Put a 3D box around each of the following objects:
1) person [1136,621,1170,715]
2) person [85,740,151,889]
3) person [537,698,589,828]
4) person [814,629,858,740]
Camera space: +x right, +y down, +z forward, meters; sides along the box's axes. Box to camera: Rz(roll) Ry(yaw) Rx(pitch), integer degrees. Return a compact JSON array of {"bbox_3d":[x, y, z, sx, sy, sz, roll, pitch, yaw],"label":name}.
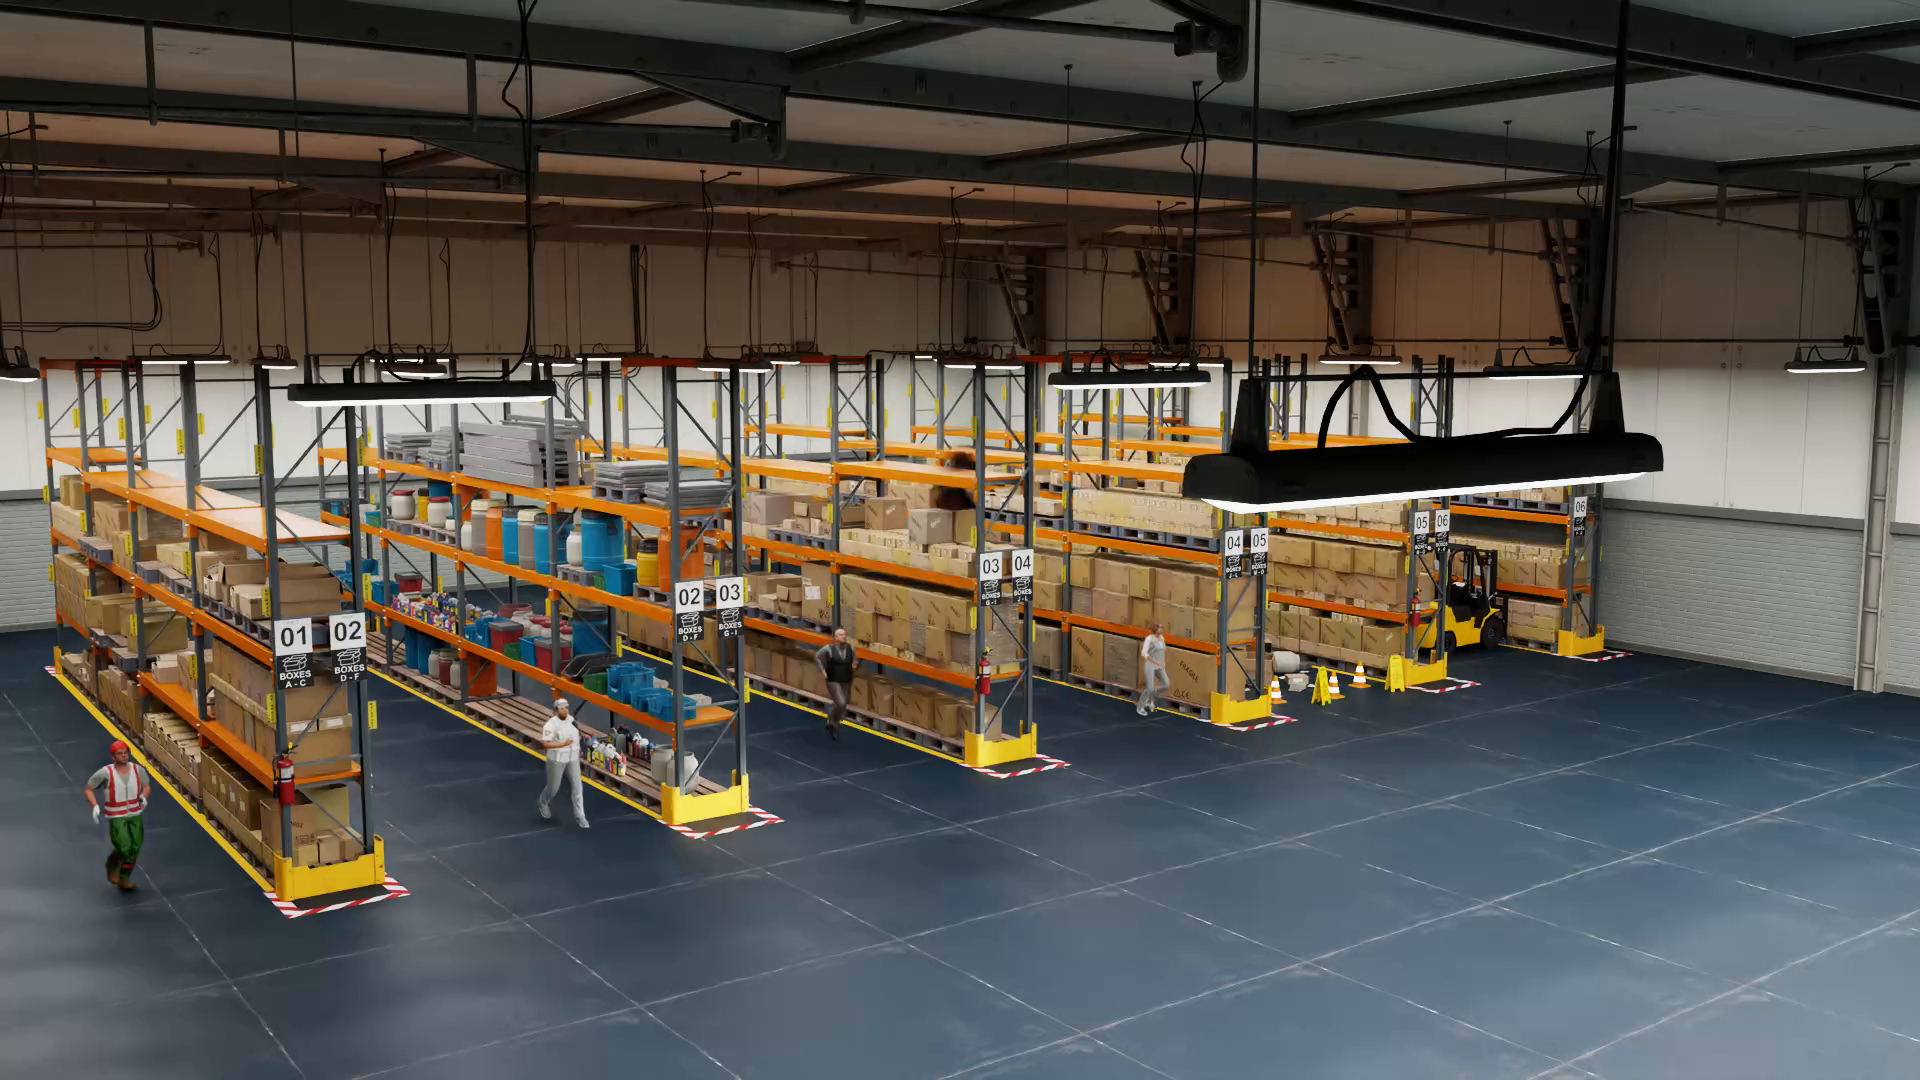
[{"bbox_3d":[3.209,2.095,27.268,0.585,1.558,0.534,-6,9,-39],"label":"person"},{"bbox_3d":[-9.580,3.169,19.087,0.586,1.738,0.656,6,9,40],"label":"person"},{"bbox_3d":[-5.186,2.884,21.735,0.609,1.639,0.945,-6,9,-43],"label":"person"},{"bbox_3d":[-1.869,2.214,25.700,0.646,1.716,0.751,-5,8,-35],"label":"person"}]
